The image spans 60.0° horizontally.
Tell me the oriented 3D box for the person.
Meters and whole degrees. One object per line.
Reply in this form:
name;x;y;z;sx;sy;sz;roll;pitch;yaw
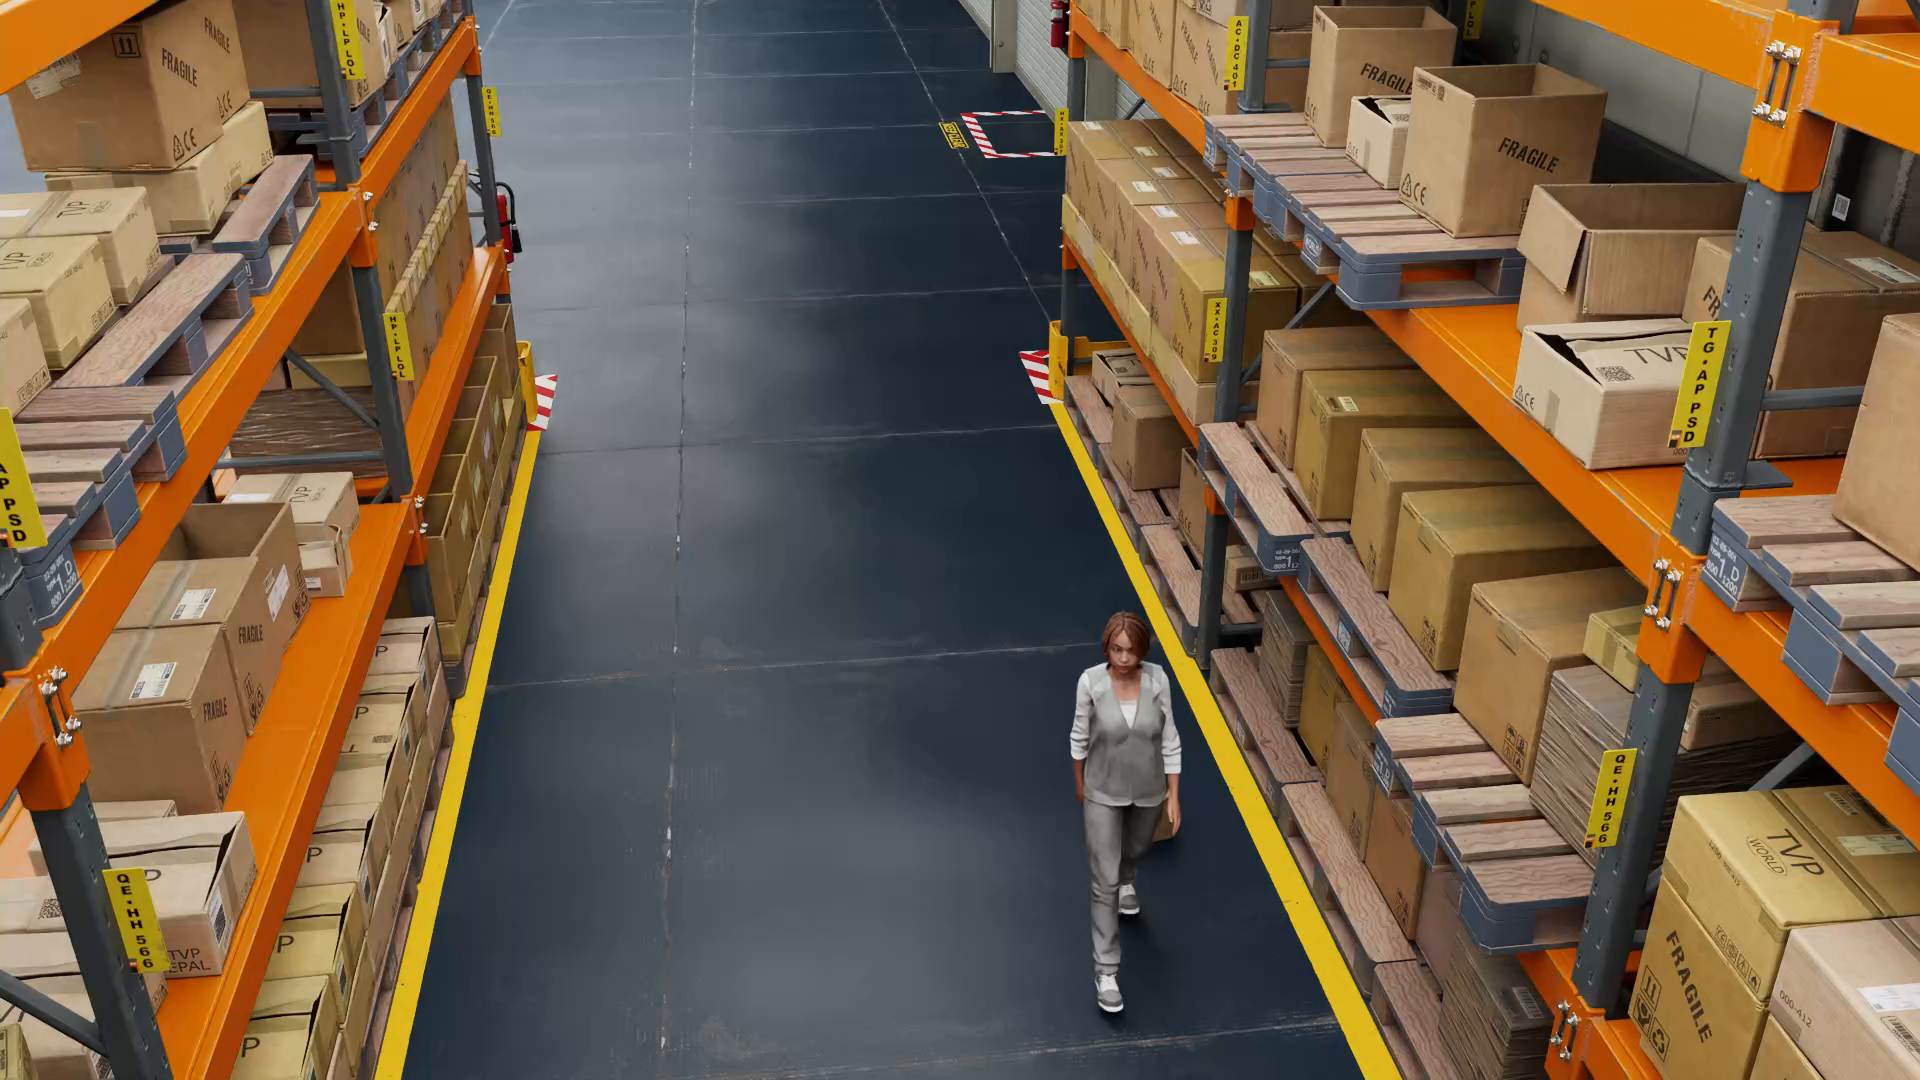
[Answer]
person;0.673;1.026;6.649;0.419;1.550;0.849;-4;28;-8
